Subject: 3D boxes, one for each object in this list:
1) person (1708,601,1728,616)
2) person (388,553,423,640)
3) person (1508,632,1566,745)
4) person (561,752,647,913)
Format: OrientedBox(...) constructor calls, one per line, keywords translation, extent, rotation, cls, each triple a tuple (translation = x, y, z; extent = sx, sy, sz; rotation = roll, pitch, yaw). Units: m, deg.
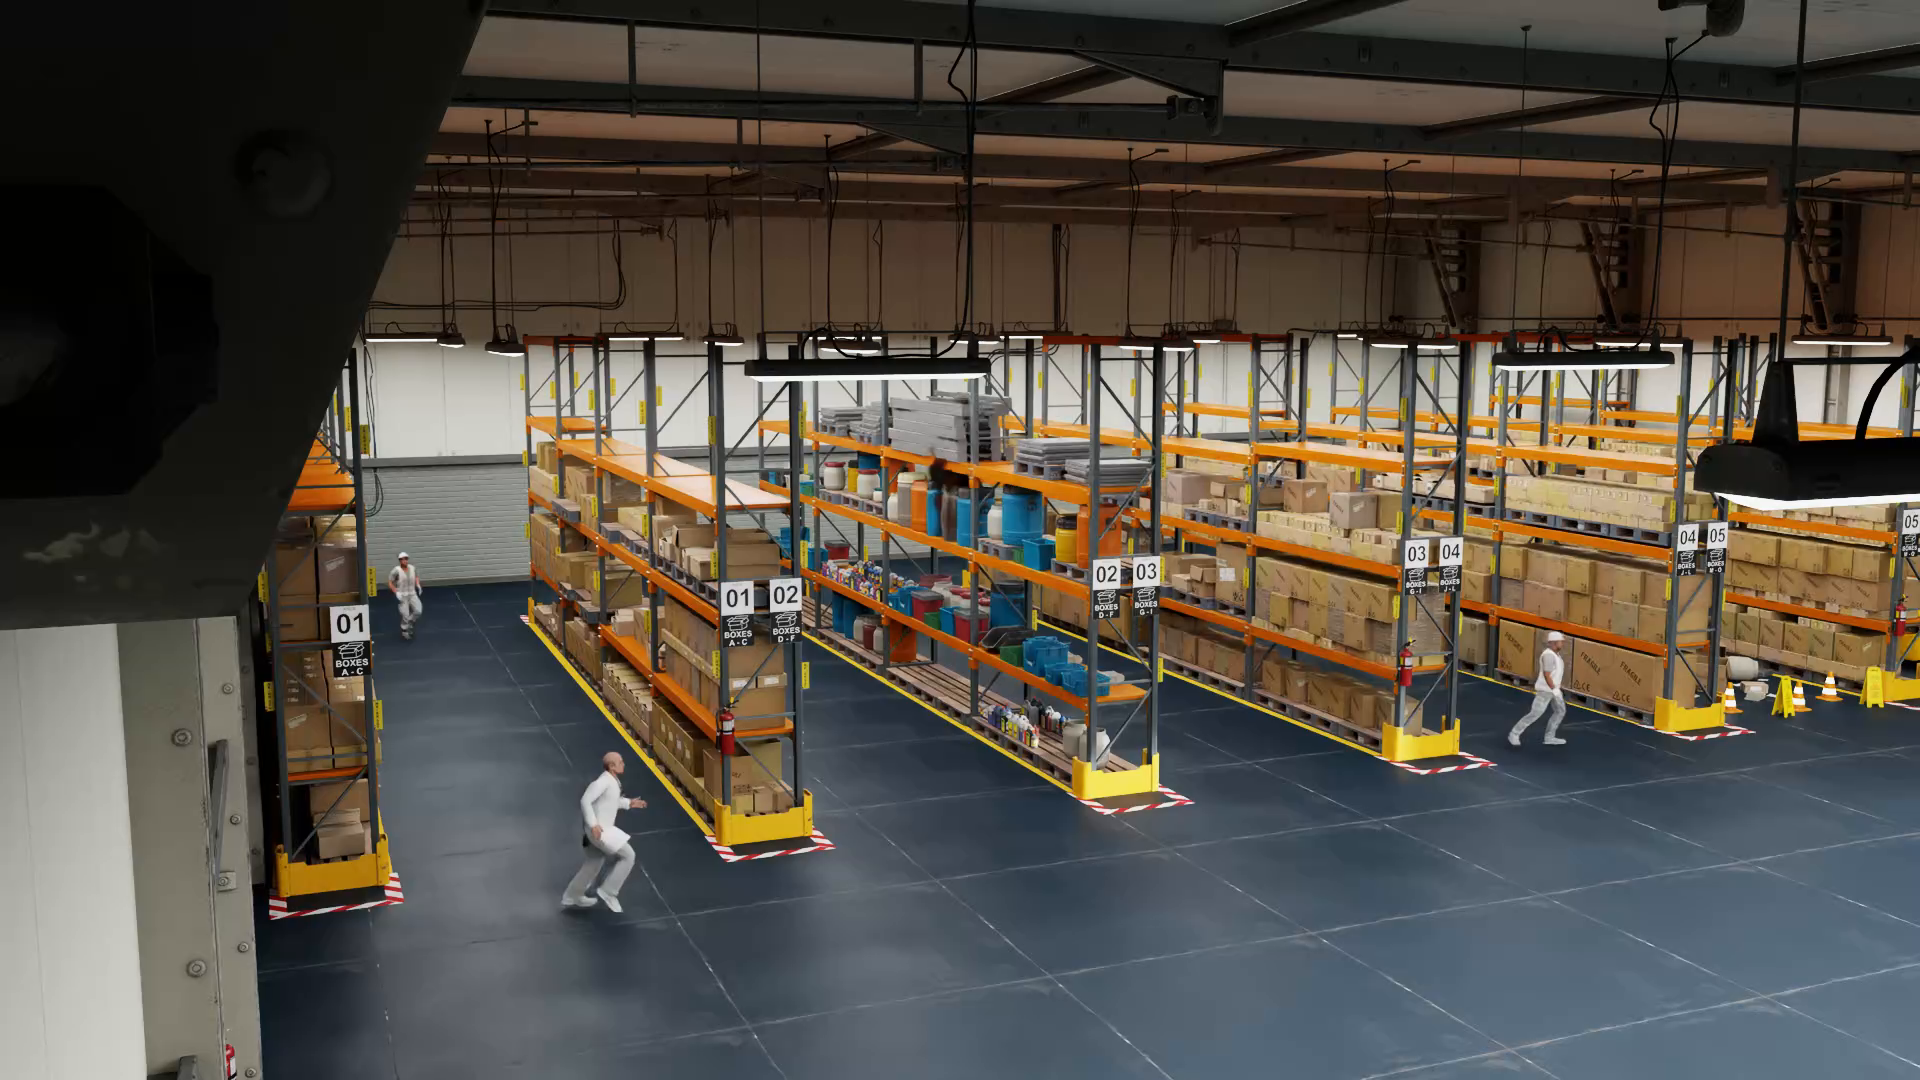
OrientedBox(translation=(15.376, 1.043, 33.428), extent=(0.660, 1.723, 0.740), rotation=(-4, 9, -28), cls="person")
OrientedBox(translation=(-10.884, 1.113, 32.779), extent=(0.523, 1.742, 0.681), rotation=(7, 11, 44), cls="person")
OrientedBox(translation=(8.571, 2.216, 24.622), extent=(0.731, 1.718, 0.854), rotation=(5, 9, 32), cls="person")
OrientedBox(translation=(-3.809, 3.133, 17.790), extent=(0.908, 1.750, 0.721), rotation=(-1, 8, -8), cls="person")
